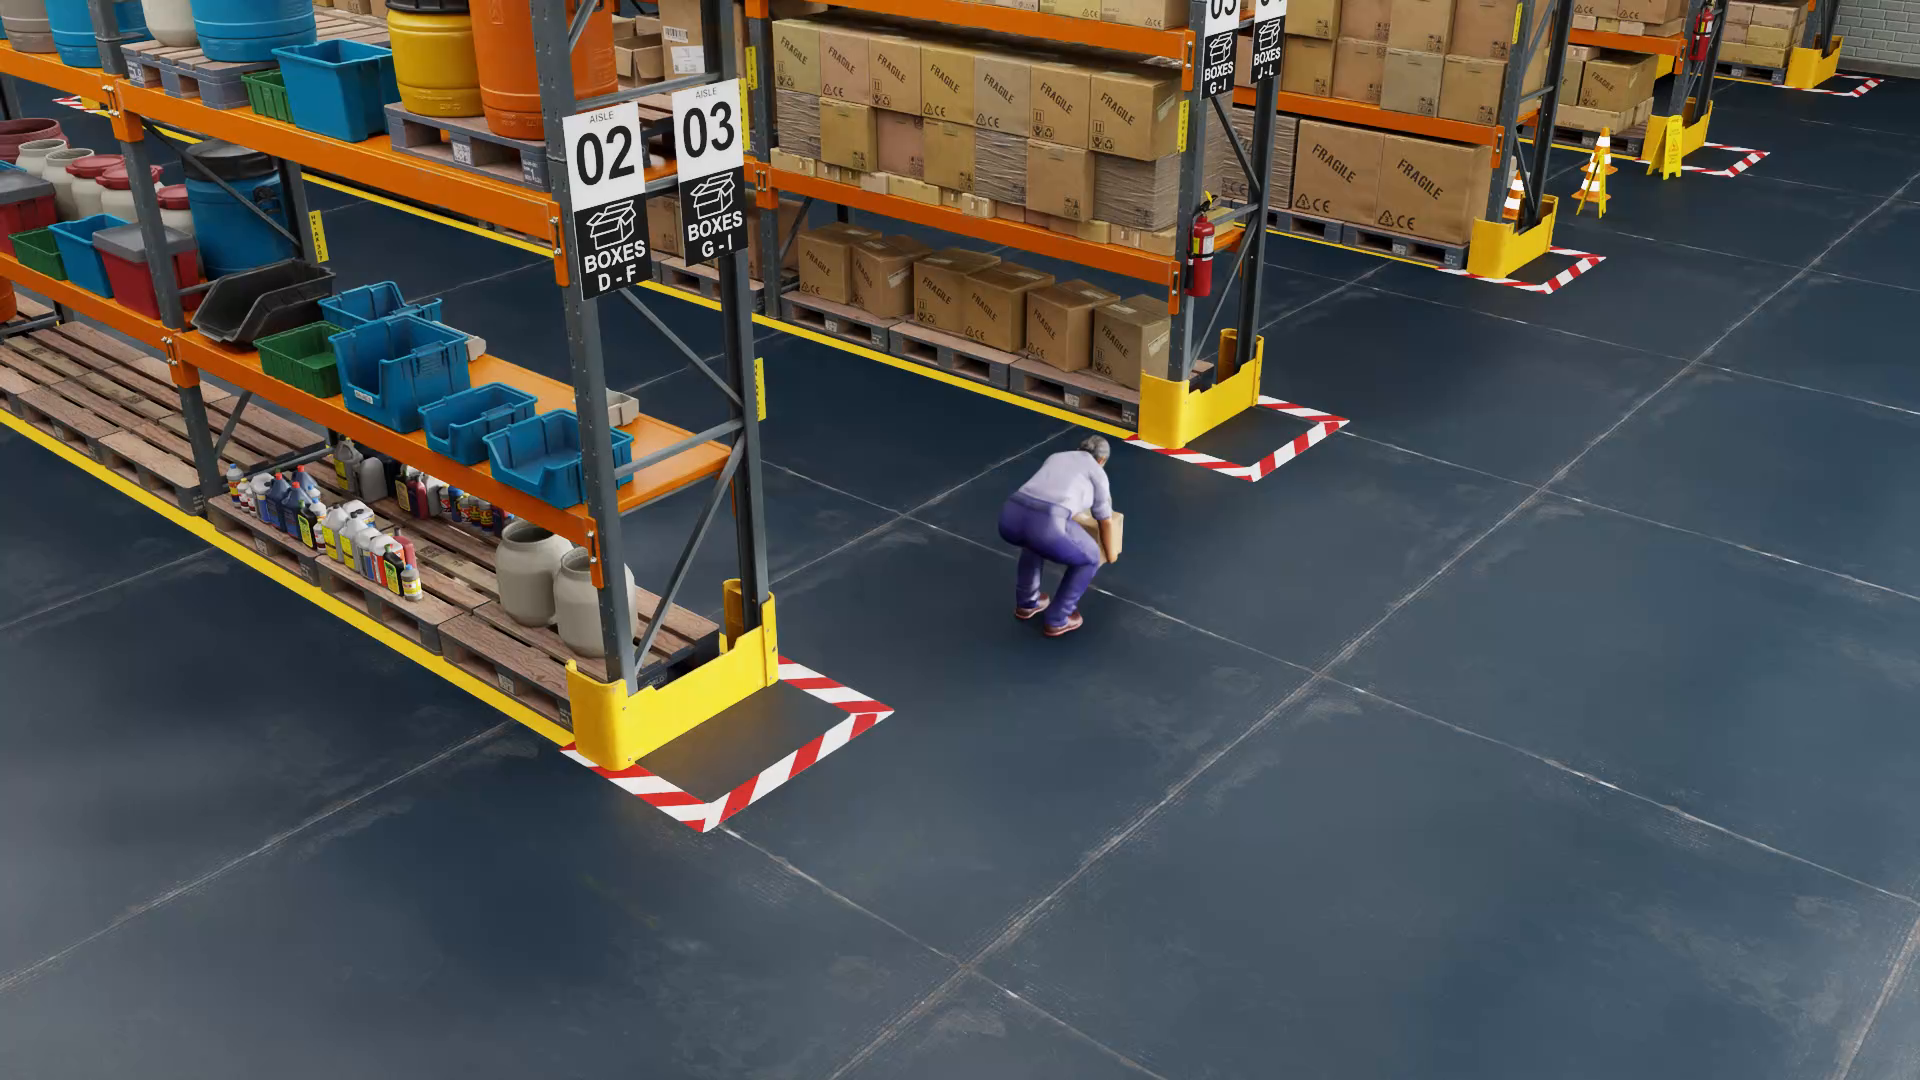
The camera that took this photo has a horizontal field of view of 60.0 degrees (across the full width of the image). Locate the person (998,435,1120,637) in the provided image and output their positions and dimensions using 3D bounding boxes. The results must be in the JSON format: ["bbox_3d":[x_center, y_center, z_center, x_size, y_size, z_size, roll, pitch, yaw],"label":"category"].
[{"bbox_3d":[0.577,-0.024,9.403,0.504,0.985,0.892,19,33,32],"label":"person"}]
